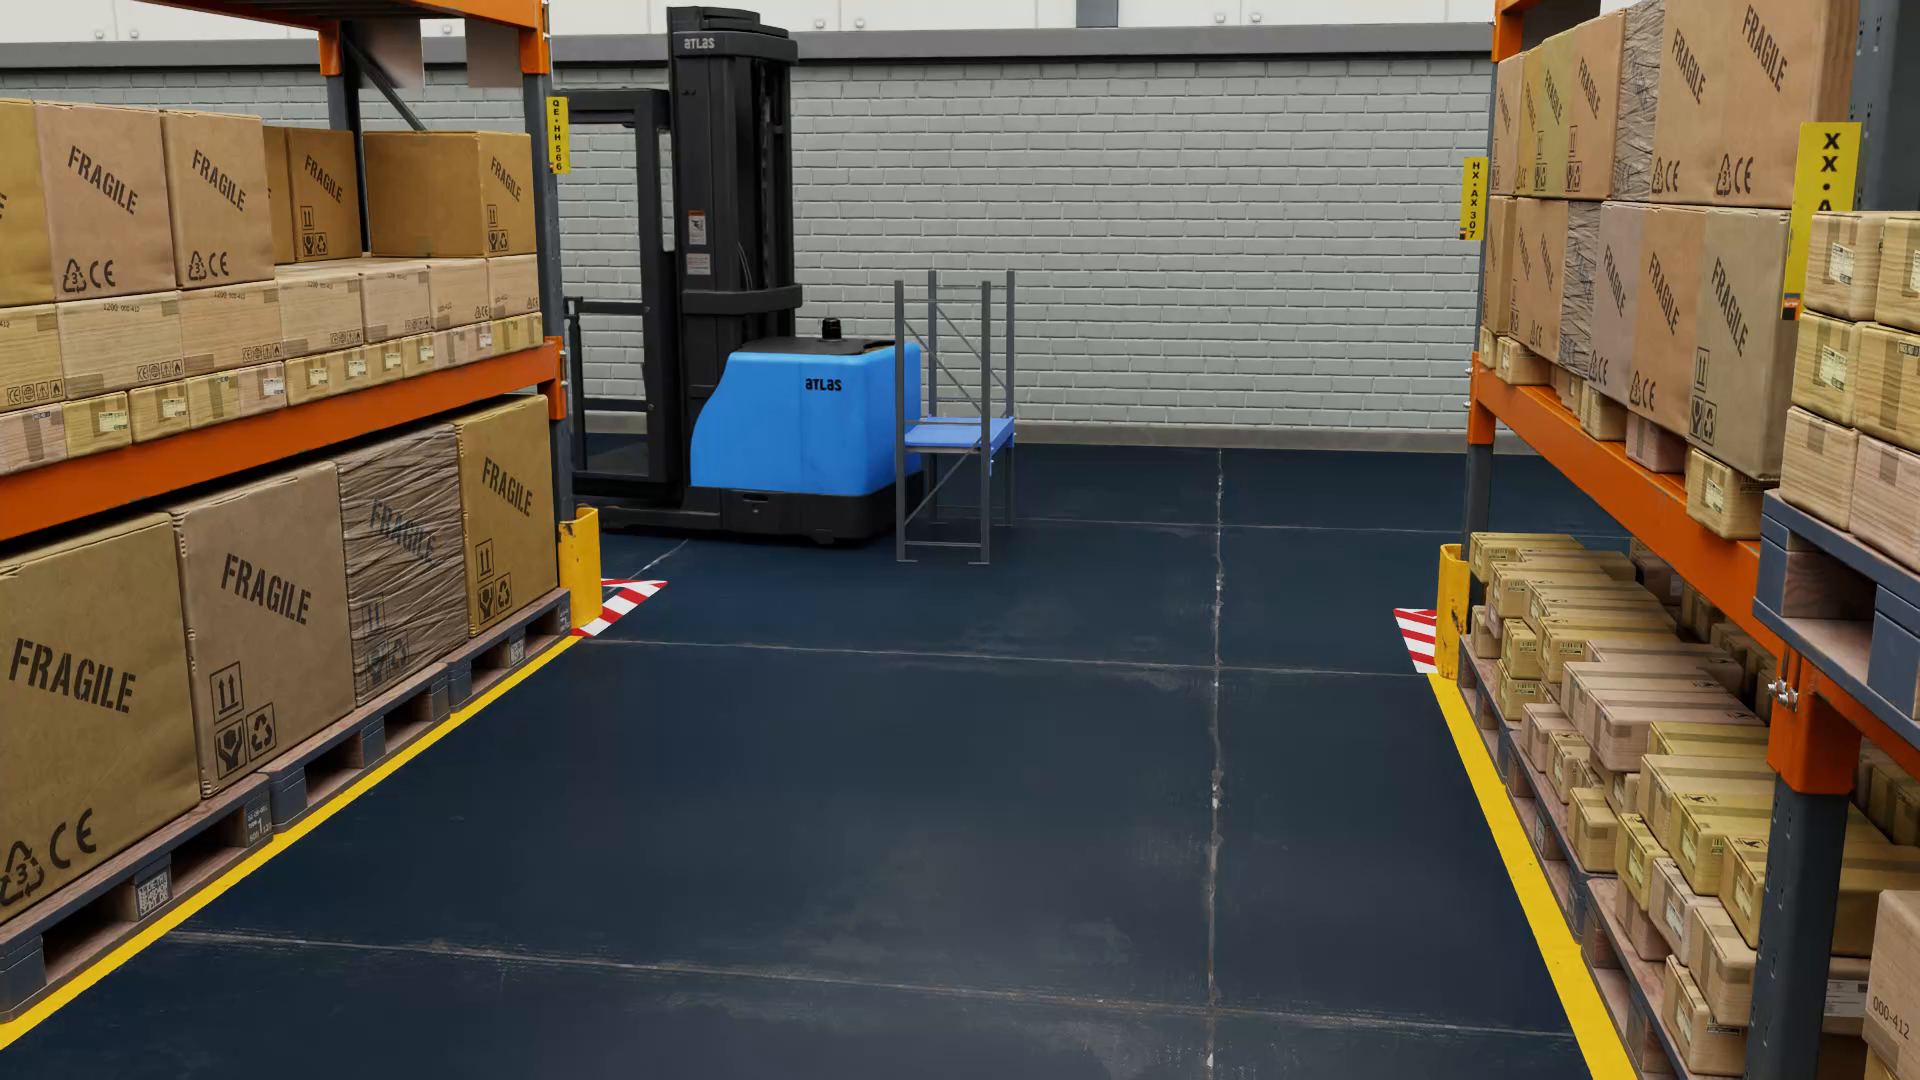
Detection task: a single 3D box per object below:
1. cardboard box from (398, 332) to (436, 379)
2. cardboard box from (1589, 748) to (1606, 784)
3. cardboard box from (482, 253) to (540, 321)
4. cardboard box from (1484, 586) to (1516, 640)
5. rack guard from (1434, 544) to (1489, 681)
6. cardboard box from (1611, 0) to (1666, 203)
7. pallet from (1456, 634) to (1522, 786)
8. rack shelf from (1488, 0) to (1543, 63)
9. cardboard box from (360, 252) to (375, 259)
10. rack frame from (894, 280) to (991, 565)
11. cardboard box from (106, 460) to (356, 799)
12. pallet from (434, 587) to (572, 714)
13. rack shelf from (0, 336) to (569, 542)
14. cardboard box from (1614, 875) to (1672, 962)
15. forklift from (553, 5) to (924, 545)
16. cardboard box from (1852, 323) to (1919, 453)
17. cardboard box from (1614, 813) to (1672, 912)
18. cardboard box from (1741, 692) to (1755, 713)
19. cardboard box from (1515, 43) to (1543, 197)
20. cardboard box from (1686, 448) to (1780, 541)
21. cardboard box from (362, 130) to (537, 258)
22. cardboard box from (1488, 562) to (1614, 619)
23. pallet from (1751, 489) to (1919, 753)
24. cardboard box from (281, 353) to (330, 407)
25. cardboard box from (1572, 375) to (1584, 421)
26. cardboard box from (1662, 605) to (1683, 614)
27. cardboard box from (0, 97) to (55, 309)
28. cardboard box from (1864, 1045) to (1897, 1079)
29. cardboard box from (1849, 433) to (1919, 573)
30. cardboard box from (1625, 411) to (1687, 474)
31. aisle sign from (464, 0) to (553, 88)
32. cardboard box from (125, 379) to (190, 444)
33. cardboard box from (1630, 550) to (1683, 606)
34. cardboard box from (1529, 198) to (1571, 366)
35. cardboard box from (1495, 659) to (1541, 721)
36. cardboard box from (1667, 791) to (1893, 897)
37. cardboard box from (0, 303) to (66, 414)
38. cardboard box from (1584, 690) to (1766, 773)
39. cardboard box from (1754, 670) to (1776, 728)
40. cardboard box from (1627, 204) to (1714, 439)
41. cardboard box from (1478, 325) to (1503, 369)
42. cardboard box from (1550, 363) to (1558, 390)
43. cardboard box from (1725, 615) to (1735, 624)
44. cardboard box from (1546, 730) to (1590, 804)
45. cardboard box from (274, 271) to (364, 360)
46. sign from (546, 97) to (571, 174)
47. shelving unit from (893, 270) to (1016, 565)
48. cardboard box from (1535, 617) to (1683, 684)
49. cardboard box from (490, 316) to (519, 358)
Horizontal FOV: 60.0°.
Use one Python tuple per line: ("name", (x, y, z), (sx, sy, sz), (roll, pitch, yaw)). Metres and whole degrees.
("cardboard box", (-2.175, -0.685, 6.150), (0.380, 0.149, 0.250), (2, 12, 7))
("cardboard box", (1.984, 0.605, 4.631), (0.380, 0.149, 0.250), (1, 12, 6))
("cardboard box", (-2.103, -1.068, 6.981), (0.500, 0.250, 0.500), (2, 12, 8))
("cardboard box", (2.163, 0.275, 6.162), (0.380, 0.149, 0.250), (2, 12, 8))
("rack guard", (2.583, 0.314, 6.851), (1.175, 0.500, 0.348), (2, 12, 9))
("cardboard box", (1.952, -1.095, 4.137), (0.500, 0.500, 0.500), (2, 12, 10))
("pallet", (2.423, 0.623, 6.102), (1.003, 0.211, 1.213), (2, 12, 9))
("rack shelf", (2.287, -1.622, 4.489), (1.077, 0.370, 4.000), (2, 12, 9))
("cardboard box", (-2.631, -1.087, 7.066), (0.500, 0.250, 0.500), (2, 12, 7))
("rack frame", (-0.091, -0.610, 8.762), (0.500, 1.500, 0.032), (2, 12, 9))
("cardboard box", (-2.587, 0.238, 5.315), (0.875, 0.875, 0.875), (2, 12, 9))
("pallet", (-2.336, 0.426, 7.014), (1.003, 0.211, 1.213), (2, 12, 9))
("rack shelf", (-2.598, -0.338, 5.648), (1.077, 0.370, 4.000), (2, 12, 9))
("cardboard box", (1.803, 0.896, 3.987), (0.380, 0.149, 0.250), (1, 12, 7))
("forklift", (-1.792, -1.570, 9.819), (3.031, 2.935, 1.130), (4, 13, 18))
("cardboard box", (1.427, -0.198, 2.186), (0.380, 0.149, 0.250), (2, 12, 8))
("cardboard box", (1.767, 0.763, 3.899), (0.380, 0.149, 0.250), (1, 12, 7))
("cardboard box", (2.593, 0.507, 5.084), (0.380, 0.149, 0.250), (3, 12, 11))
("cardboard box", (2.192, -1.417, 5.631), (0.500, 0.500, 0.500), (2, 12, 10))
("cardboard box", (1.724, -0.093, 3.400), (0.380, 0.149, 0.250), (2, 12, 7))
("cardboard box", (-2.106, -1.434, 6.899), (0.500, 0.500, 0.500), (2, 12, 9))
("cardboard box", (2.090, 0.181, 5.891), (0.380, 0.149, 0.250), (2, 12, 8))
("pallet", (1.718, 0.157, 2.101), (1.003, 0.211, 1.213), (2, 12, 9))
("cardboard box", (-2.293, -0.526, 5.409), (0.380, 0.149, 0.250), (2, 12, 7))
("cardboard box", (2.032, -0.418, 4.909), (0.380, 0.149, 0.250), (2, 12, 11))
("cardboard box", (2.702, 0.291, 6.088), (0.380, 0.149, 0.250), (2, 12, 7))
("cardboard box", (-2.579, -0.803, 3.970), (0.500, 0.500, 0.500), (2, 12, 9))
("cardboard box", (1.604, 1.071, 2.342), (0.500, 0.500, 0.500), (2, 12, 11))
("cardboard box", (1.428, -0.049, 2.199), (0.380, 0.149, 0.250), (2, 12, 10))
("cardboard box", (1.901, -0.257, 4.161), (0.380, 0.149, 0.250), (1, 12, 6))
("aisle sign", (-1.983, -2.382, 7.255), (0.394, 0.787, 0.004), (2, 12, 9))
("cardboard box", (-2.412, -0.365, 4.665), (0.380, 0.149, 0.250), (2, 12, 7))
("cardboard box", (2.669, 0.142, 6.071), (0.380, 0.149, 0.250), (2, 12, 10))
("cardboard box", (2.108, -0.820, 5.235), (0.500, 0.500, 0.500), (2, 12, 9))
("cardboard box", (2.060, 0.522, 5.722), (0.380, 0.149, 0.250), (2, 12, 9))
("cardboard box", (1.777, 0.669, 3.626), (0.380, 0.149, 0.250), (2, 12, 9))
("cardboard box", (-2.575, -0.434, 4.039), (0.500, 0.250, 0.500), (2, 12, 8))
("cardboard box", (1.876, 0.506, 4.382), (0.380, 0.149, 0.250), (1, 12, 6))
("cardboard box", (2.426, 0.467, 4.565), (0.380, 0.149, 0.250), (1, 12, 6))
("cardboard box", (1.856, -0.504, 3.766), (0.500, 0.500, 0.500), (2, 12, 7))
("cardboard box", (2.221, -0.744, 6.424), (0.380, 0.149, 0.250), (2, 12, 8))
("cardboard box", (2.224, -0.577, 5.649), (0.380, 0.149, 0.250), (2, 12, 11))
("cardboard box", (2.665, 0.310, 5.293), (0.380, 0.149, 0.250), (2, 12, 11))
("cardboard box", (1.973, 0.685, 4.963), (0.380, 0.149, 0.250), (2, 12, 9))
("cardboard box", (-2.335, -0.748, 5.495), (0.500, 0.250, 0.500), (2, 12, 9))
("sign", (-1.756, -1.767, 7.262), (0.100, 0.325, 0.005), (2, 12, 9))
("shelving unit", (-0.013, -0.715, 9.253), (0.538, 1.500, 1.048), (2, 12, 9))
("cardboard box", (1.996, 0.346, 5.125), (0.380, 0.149, 0.250), (2, 12, 10))
("cardboard box", (-2.058, -0.844, 6.886), (0.380, 0.149, 0.250), (2, 12, 9))
